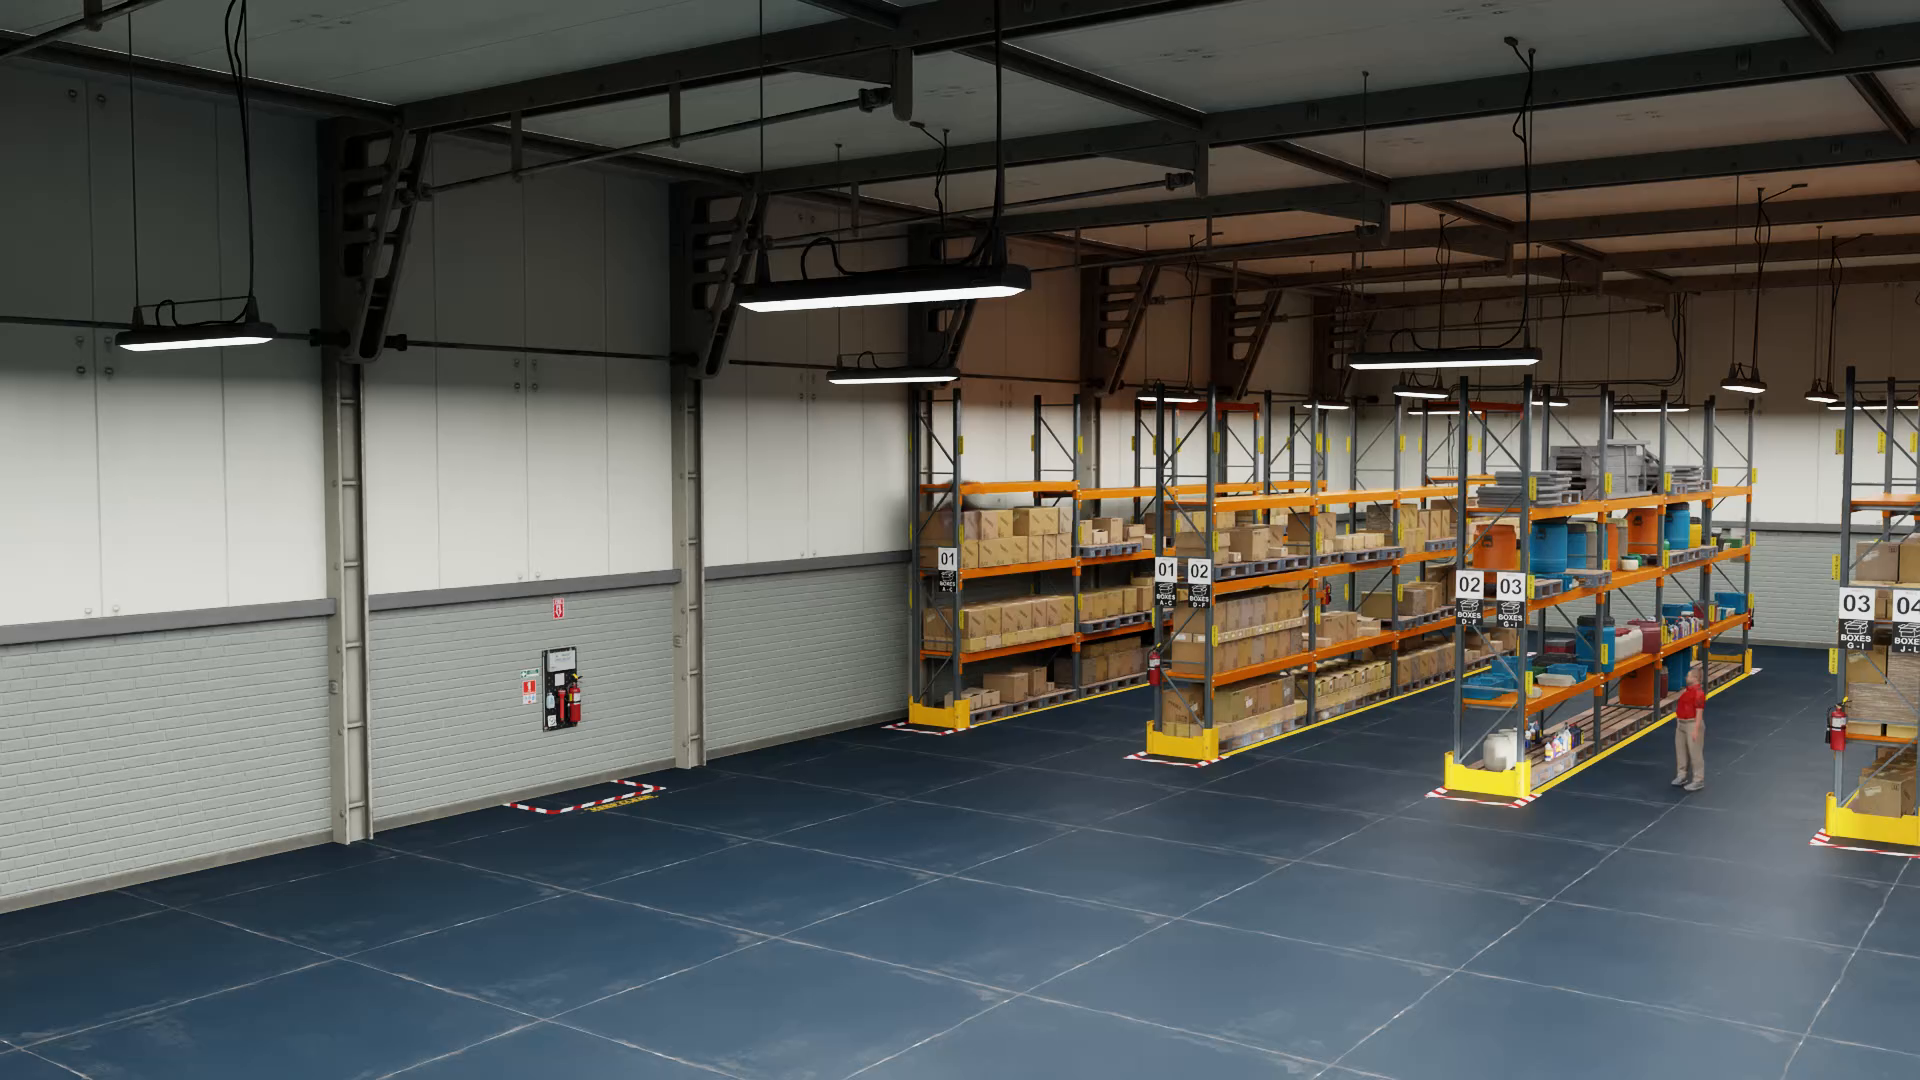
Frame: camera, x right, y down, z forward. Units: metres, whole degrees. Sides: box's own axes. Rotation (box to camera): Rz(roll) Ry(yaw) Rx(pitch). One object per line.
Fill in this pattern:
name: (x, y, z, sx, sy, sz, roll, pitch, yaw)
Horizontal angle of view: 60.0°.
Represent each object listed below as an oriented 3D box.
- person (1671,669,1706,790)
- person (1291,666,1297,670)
person: (10.663, 2.749, 24.278, 0.393, 1.732, 0.574, -1, 3, -13)
person: (6.936, 2.150, 35.555, 0.497, 1.639, 0.975, 2, 4, 30)
